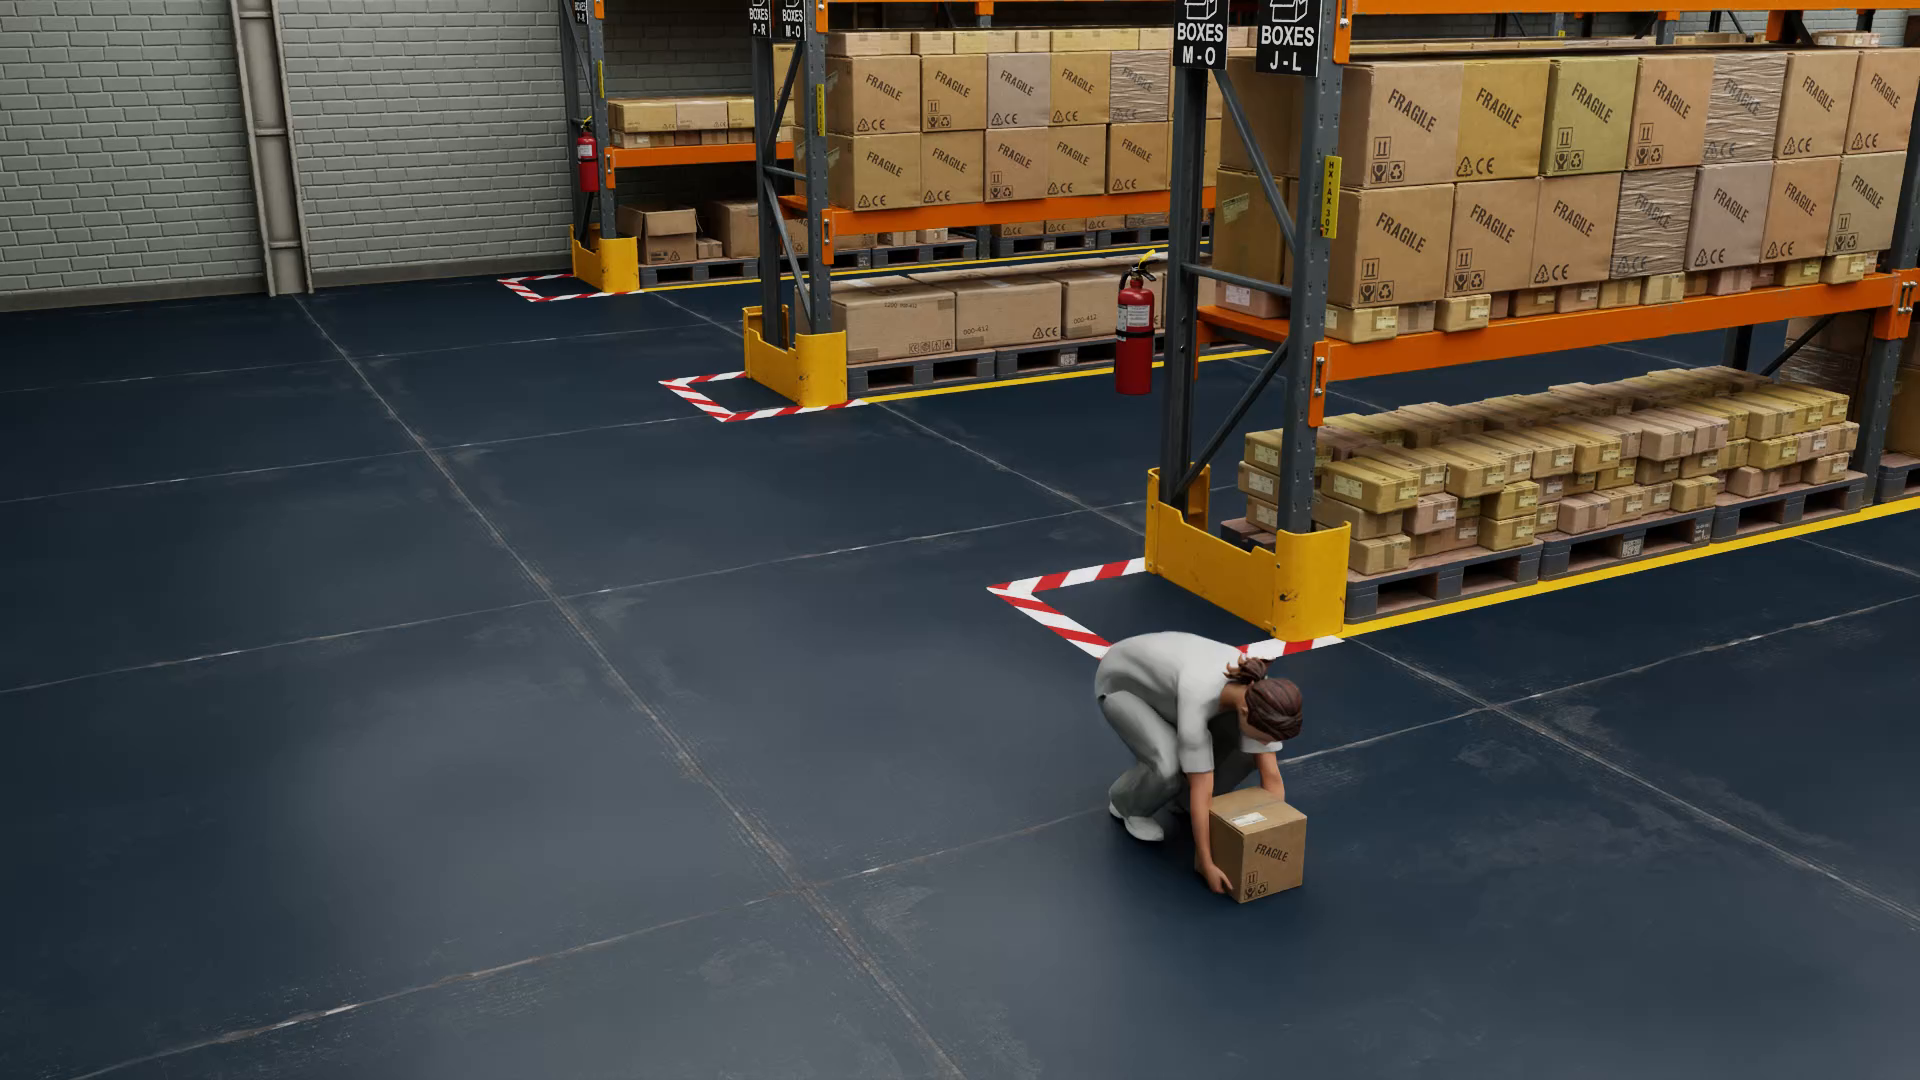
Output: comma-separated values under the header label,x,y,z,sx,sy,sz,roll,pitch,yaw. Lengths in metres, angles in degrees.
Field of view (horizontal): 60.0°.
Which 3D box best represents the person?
label,x,y,z,sx,sy,sz,roll,pitch,yaw
person,0.789,0.600,5.525,0.460,0.877,0.850,-11,21,-29
